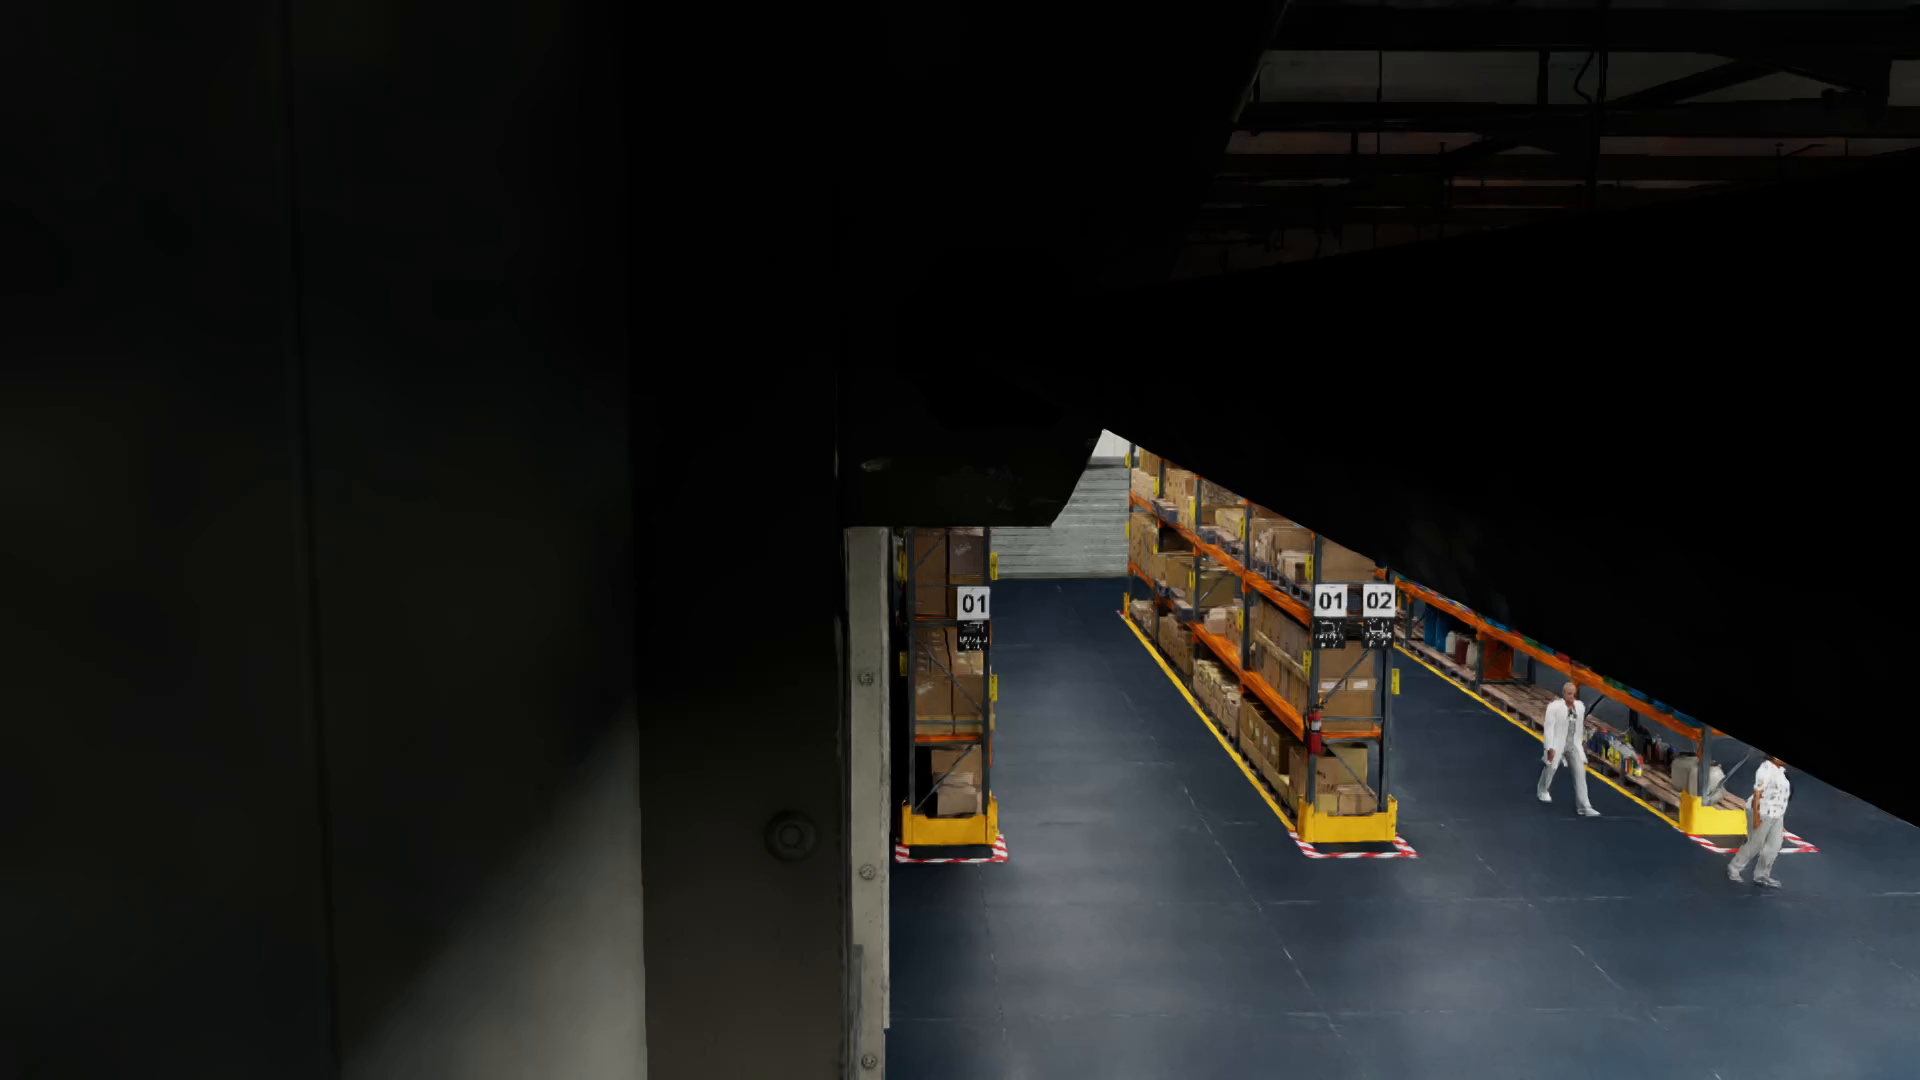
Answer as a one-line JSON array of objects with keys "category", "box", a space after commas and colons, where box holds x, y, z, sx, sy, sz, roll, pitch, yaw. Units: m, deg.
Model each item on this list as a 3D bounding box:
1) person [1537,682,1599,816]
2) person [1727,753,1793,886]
[{"category": "person", "box": [7.924, 2.693, 21.752, 0.600, 1.699, 1.176, -1, 7, -5]}, {"category": "person", "box": [9.109, 3.104, 18.933, 0.545, 1.650, 0.589, -6, 9, -39]}]
